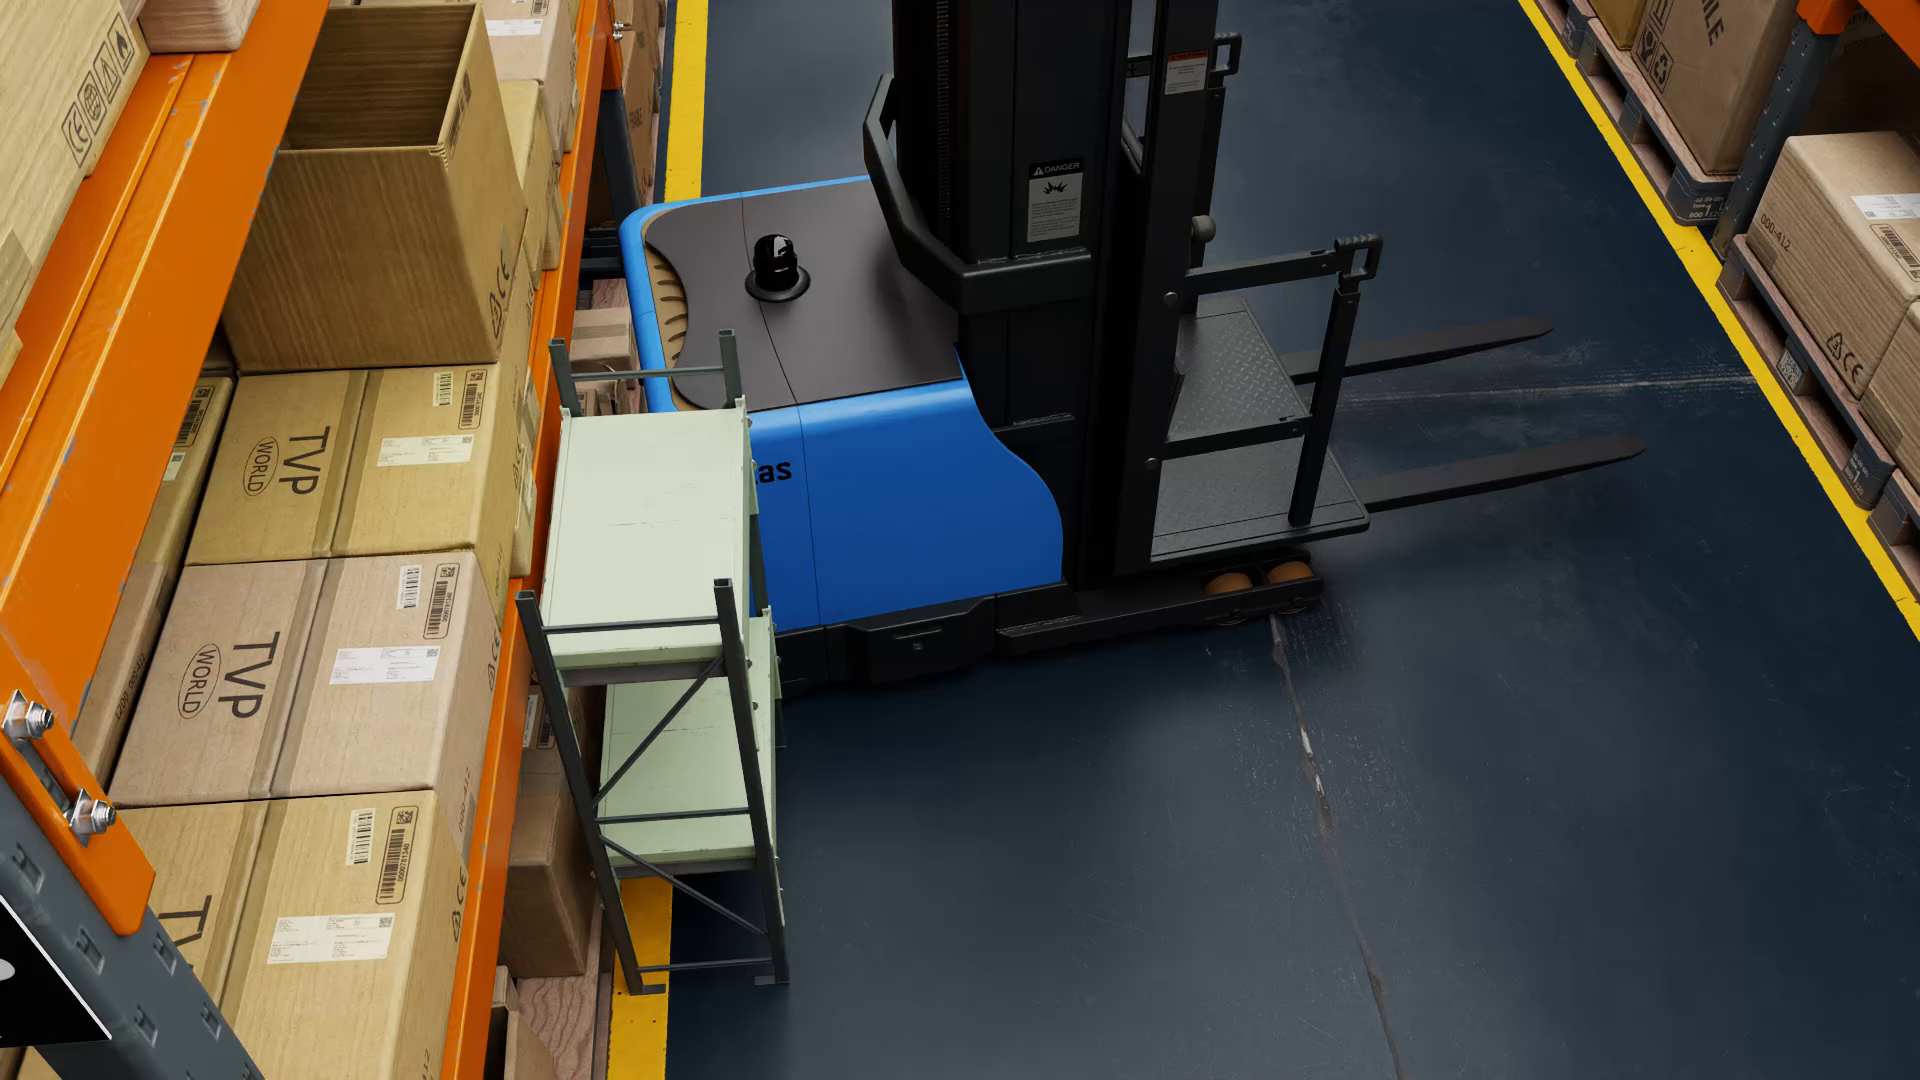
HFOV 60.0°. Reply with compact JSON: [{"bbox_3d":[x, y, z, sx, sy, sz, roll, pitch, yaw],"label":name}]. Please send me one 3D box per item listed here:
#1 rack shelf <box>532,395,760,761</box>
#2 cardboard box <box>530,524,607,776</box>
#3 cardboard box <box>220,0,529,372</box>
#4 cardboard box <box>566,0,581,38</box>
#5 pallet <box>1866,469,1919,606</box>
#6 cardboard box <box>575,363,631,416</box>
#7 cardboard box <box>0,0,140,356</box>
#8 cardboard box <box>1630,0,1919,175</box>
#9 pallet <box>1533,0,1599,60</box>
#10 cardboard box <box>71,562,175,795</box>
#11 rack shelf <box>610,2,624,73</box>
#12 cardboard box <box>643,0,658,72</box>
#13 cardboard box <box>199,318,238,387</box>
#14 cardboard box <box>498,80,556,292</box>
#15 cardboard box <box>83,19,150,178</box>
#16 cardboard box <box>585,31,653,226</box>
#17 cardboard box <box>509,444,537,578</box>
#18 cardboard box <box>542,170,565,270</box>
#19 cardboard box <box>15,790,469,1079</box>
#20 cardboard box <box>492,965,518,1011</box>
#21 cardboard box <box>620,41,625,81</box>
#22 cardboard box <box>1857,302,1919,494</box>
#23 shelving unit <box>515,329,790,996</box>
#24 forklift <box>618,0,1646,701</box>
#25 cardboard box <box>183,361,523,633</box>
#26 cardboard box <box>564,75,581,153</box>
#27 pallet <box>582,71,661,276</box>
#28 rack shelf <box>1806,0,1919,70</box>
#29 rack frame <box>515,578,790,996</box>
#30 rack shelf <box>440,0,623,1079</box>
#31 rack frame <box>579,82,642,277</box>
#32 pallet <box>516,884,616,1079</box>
[{"bbox_3d":[-0.658,0.073,3.610,0.431,0.370,0.720,-4,47,-3],"label":"rack shelf"},{"bbox_3d":[-1.198,0.313,4.320,0.500,0.500,0.500,-3,47,-3],"label":"cardboard box"},{"bbox_3d":[-1.160,-0.683,3.213,0.500,0.500,0.500,-2,47,-2],"label":"cardboard box"},{"bbox_3d":[-1.313,-1.536,4.537,0.500,0.250,0.500,-2,47,-2],"label":"cardboard box"},{"bbox_3d":[3.438,0.256,4.863,1.003,0.211,1.213,-3,47,-3],"label":"pallet"},{"bbox_3d":[-1.230,-0.399,5.156,0.396,0.266,0.258,-2,47,-2],"label":"cardboard box"},{"bbox_3d":[-1.029,-0.364,1.362,0.500,0.250,0.500,-4,47,-4],"label":"cardboard box"},{"bbox_3d":[3.215,-2.001,6.253,0.875,0.875,0.875,-2,47,-2],"label":"cardboard box"},{"bbox_3d":[3.102,-2.623,7.588,1.003,0.211,1.213,-3,47,-3],"label":"pallet"},{"bbox_3d":[-1.609,0.315,2.784,0.500,0.250,0.500,-3,47,-3],"label":"cardboard box"},{"bbox_3d":[-1.767,-3.038,6.557,1.077,0.370,4.000,-3,47,-3],"label":"rack shelf"},{"bbox_3d":[-1.507,-2.233,6.731,0.500,0.500,0.500,-5,47,-4],"label":"cardboard box"},{"bbox_3d":[-1.690,-0.422,3.482,0.500,0.250,0.500,-4,47,-3],"label":"cardboard box"},{"bbox_3d":[-1.228,-0.813,3.852,0.500,0.250,0.500,-4,47,-4],"label":"cardboard box"},{"bbox_3d":[-1.112,-0.509,1.773,0.380,0.149,0.250,-3,47,-3],"label":"cardboard box"},{"bbox_3d":[-1.415,-1.487,6.025,0.500,0.500,0.500,-2,47,-2],"label":"cardboard box"},{"bbox_3d":[-1.077,-0.048,3.402,0.380,0.149,0.250,-5,47,-4],"label":"cardboard box"},{"bbox_3d":[-1.187,-0.789,4.104,0.380,0.149,0.250,-4,47,-4],"label":"cardboard box"},{"bbox_3d":[-1.034,0.660,2.457,0.500,0.250,0.500,-3,47,-3],"label":"cardboard box"},{"bbox_3d":[-1.218,1.133,3.785,0.380,0.149,0.250,-5,47,-5],"label":"cardboard box"},{"bbox_3d":[-1.364,-1.622,5.706,0.380,0.149,0.250,-1,47,-1],"label":"cardboard box"},{"bbox_3d":[3.368,-0.298,4.942,0.875,0.438,0.875,-5,47,-4],"label":"cardboard box"},{"bbox_3d":[-0.659,0.342,3.893,0.431,1.500,0.755,-4,47,-3],"label":"shelving unit"},{"bbox_3d":[0.605,-1.115,4.287,3.031,2.935,1.130,-10,47,-9],"label":"forklift"},{"bbox_3d":[-1.122,-0.071,3.150,0.500,0.250,0.500,-4,47,-4],"label":"cardboard box"},{"bbox_3d":[-1.232,-1.163,4.459,0.380,0.149,0.250,-2,47,-2],"label":"cardboard box"},{"bbox_3d":[-1.705,-1.466,6.493,1.003,0.211,1.213,-3,47,-3],"label":"pallet"},{"bbox_3d":[3.514,-0.449,4.104,1.077,0.370,4.000,-3,47,-3],"label":"rack shelf"},{"bbox_3d":[-0.627,0.606,3.642,0.400,1.500,0.023,-4,47,-3],"label":"rack frame"},{"bbox_3d":[-1.432,-0.144,3.816,1.077,0.370,4.000,-3,47,-3],"label":"rack shelf"},{"bbox_3d":[-1.599,-1.839,4.925,1.000,3.000,0.127,-3,47,-3],"label":"rack frame"},{"bbox_3d":[-1.338,1.383,3.795,1.003,0.211,1.213,-3,47,-3],"label":"pallet"}]
